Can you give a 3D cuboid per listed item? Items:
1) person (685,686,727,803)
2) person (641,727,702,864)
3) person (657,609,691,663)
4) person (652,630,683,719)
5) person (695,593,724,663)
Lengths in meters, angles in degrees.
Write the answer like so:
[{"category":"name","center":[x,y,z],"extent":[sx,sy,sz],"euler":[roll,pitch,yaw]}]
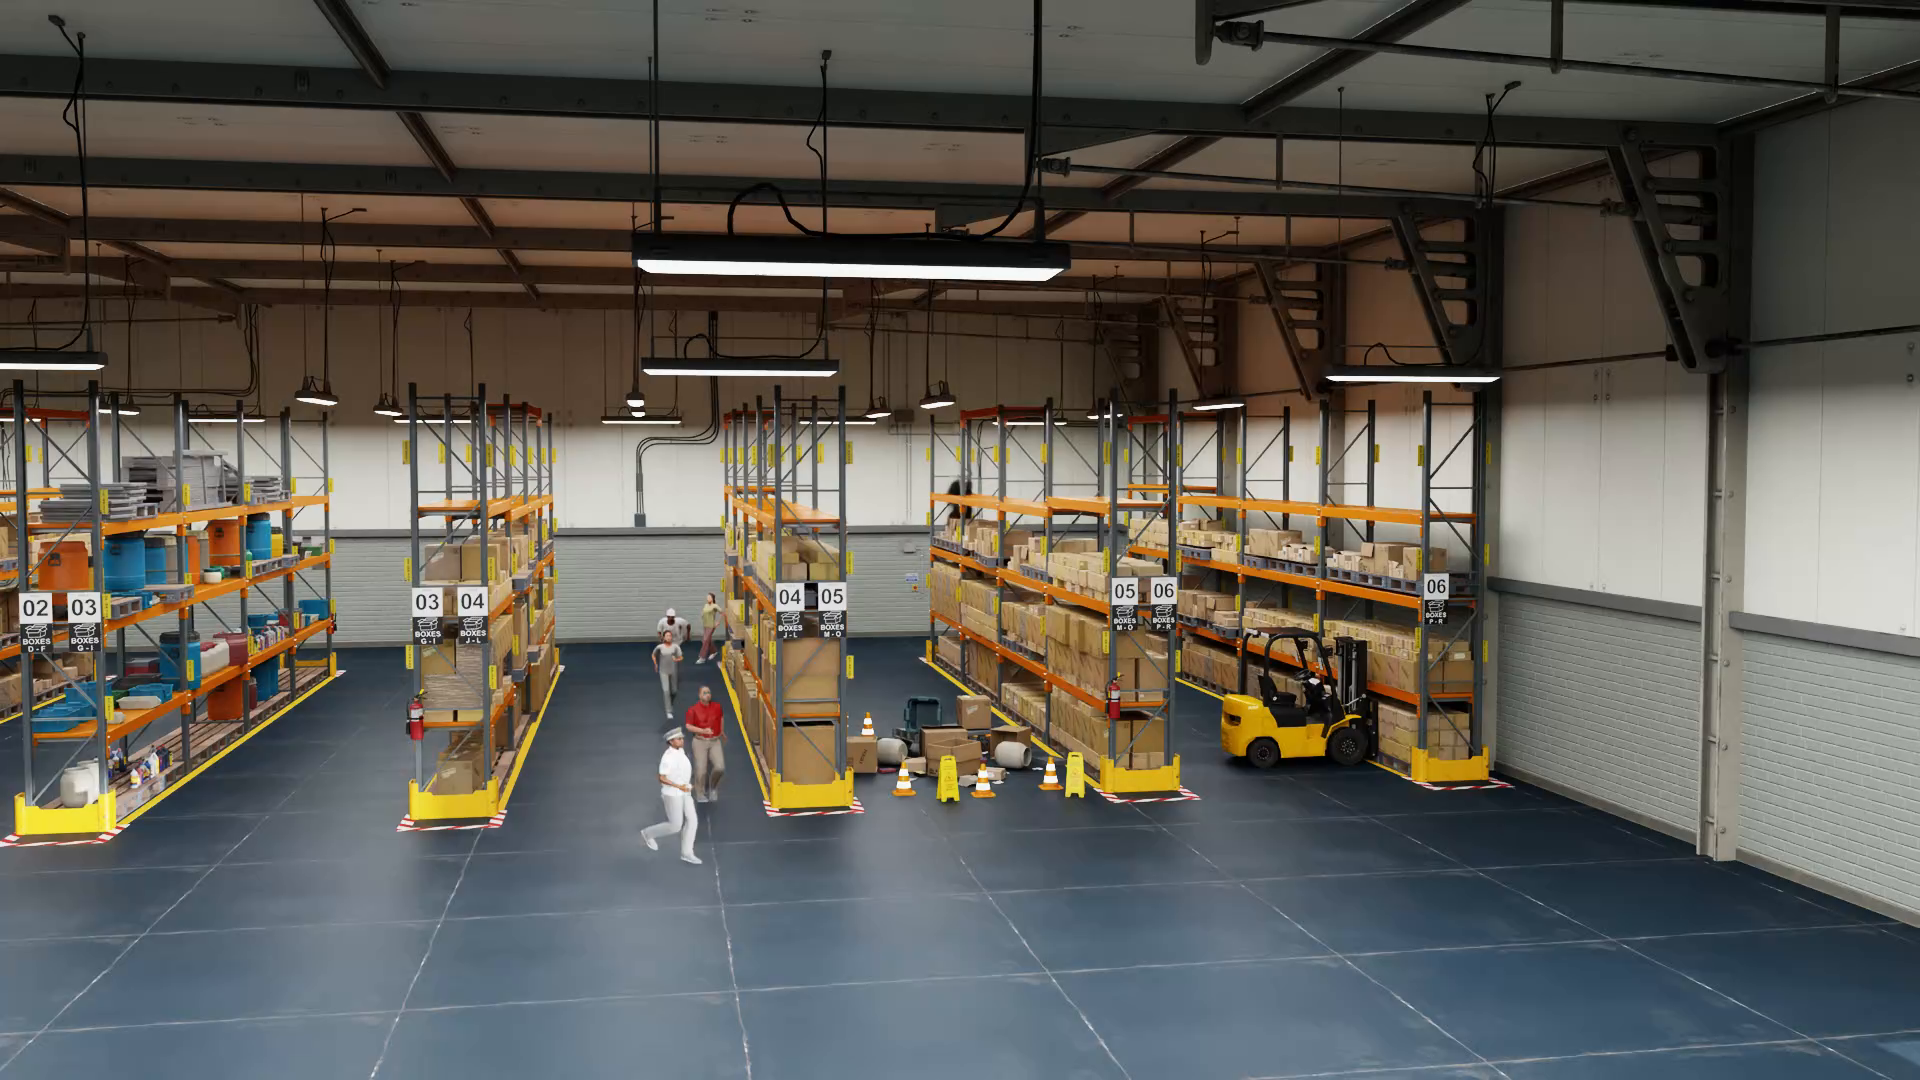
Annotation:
[{"category":"person","center":[-3.606,2.937,23.816],"extent":[0.646,1.697,0.655],"euler":[-2,3,-28]},{"category":"person","center":[-3.537,3.138,20.523],"extent":[0.791,1.692,0.578],"euler":[1,3,20]},{"category":"person","center":[-6.423,2.322,37.367],"extent":[0.722,1.610,0.869],"euler":[0,3,-2]},{"category":"person","center":[-5.576,2.542,31.770],"extent":[0.571,1.647,0.958],"euler":[-1,3,-19]},{"category":"person","center":[-6.040,2.109,40.174],"extent":[0.610,1.675,0.889],"euler":[2,4,37]}]
